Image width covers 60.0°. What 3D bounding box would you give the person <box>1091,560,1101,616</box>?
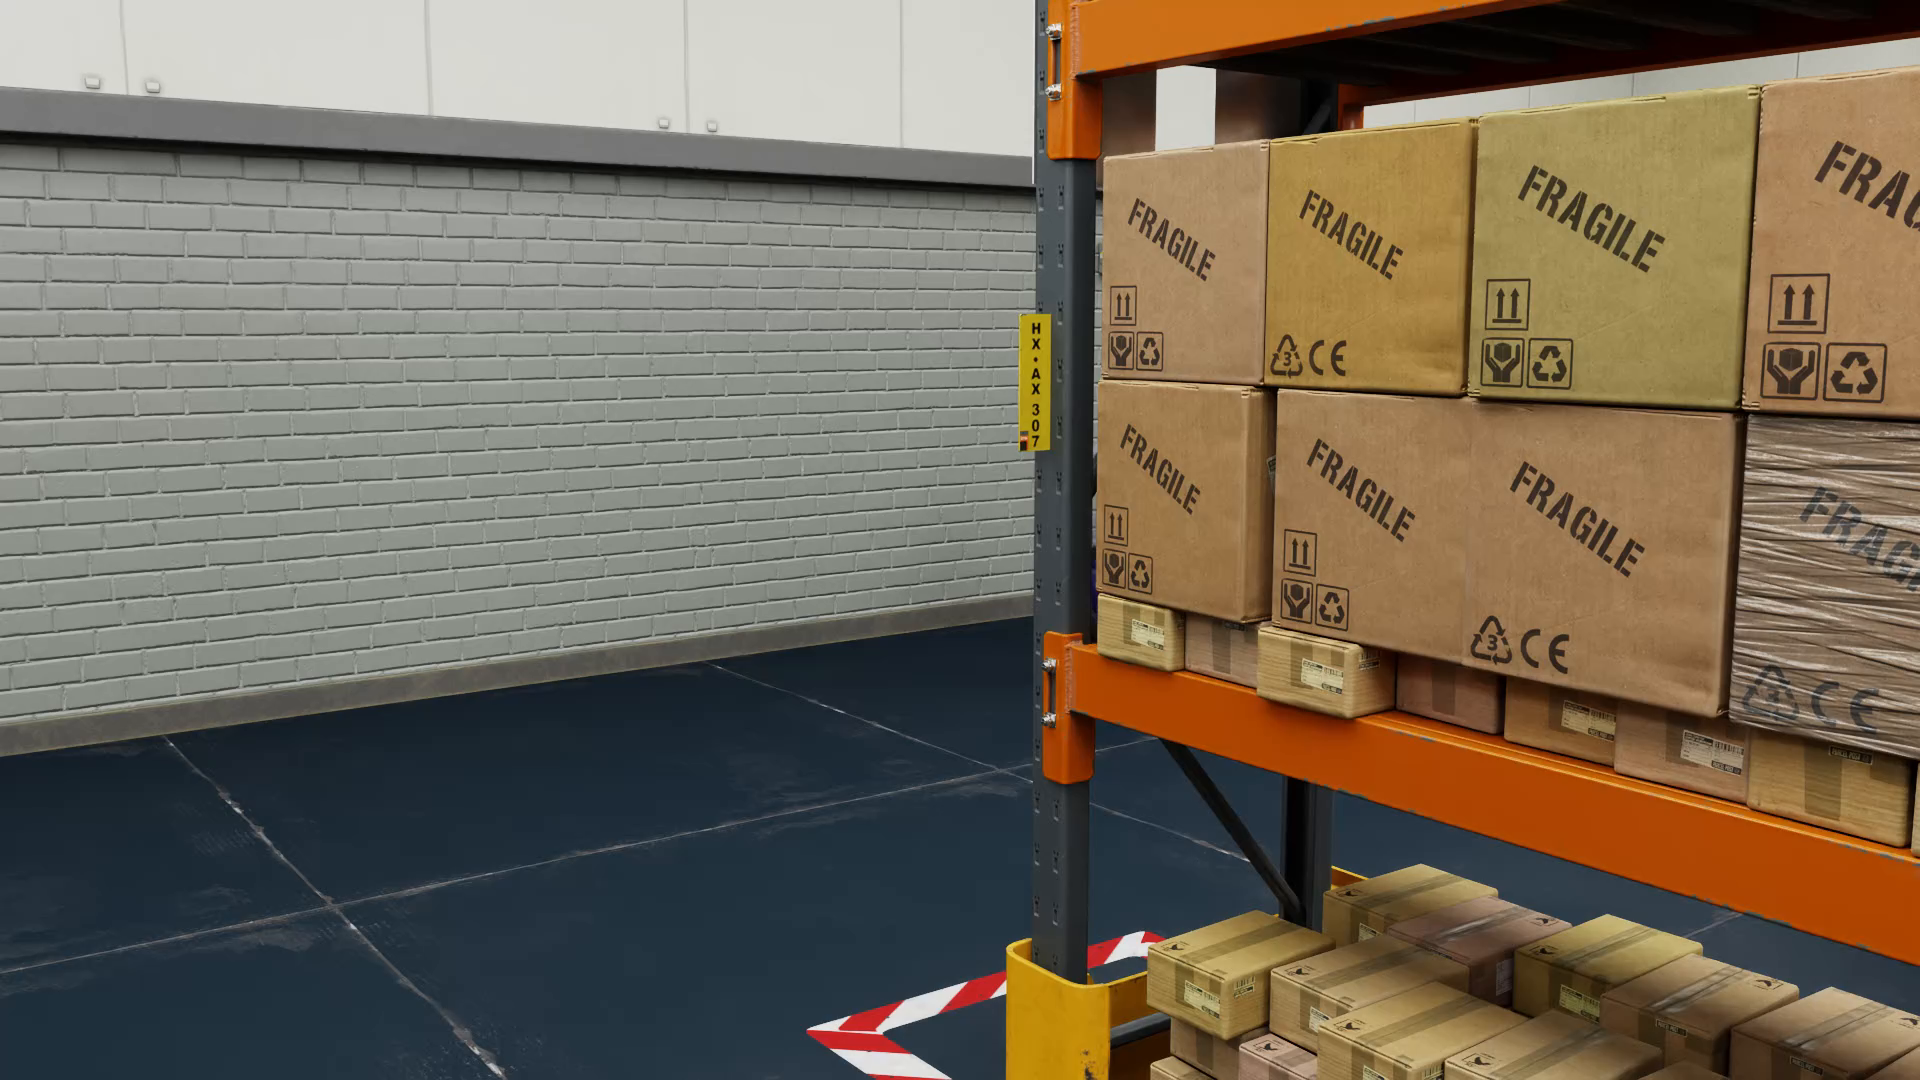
[{"bbox_3d":[1.013,0.257,9.483,0.538,1.114,0.770,-6,10,-36],"label":"person"}]
